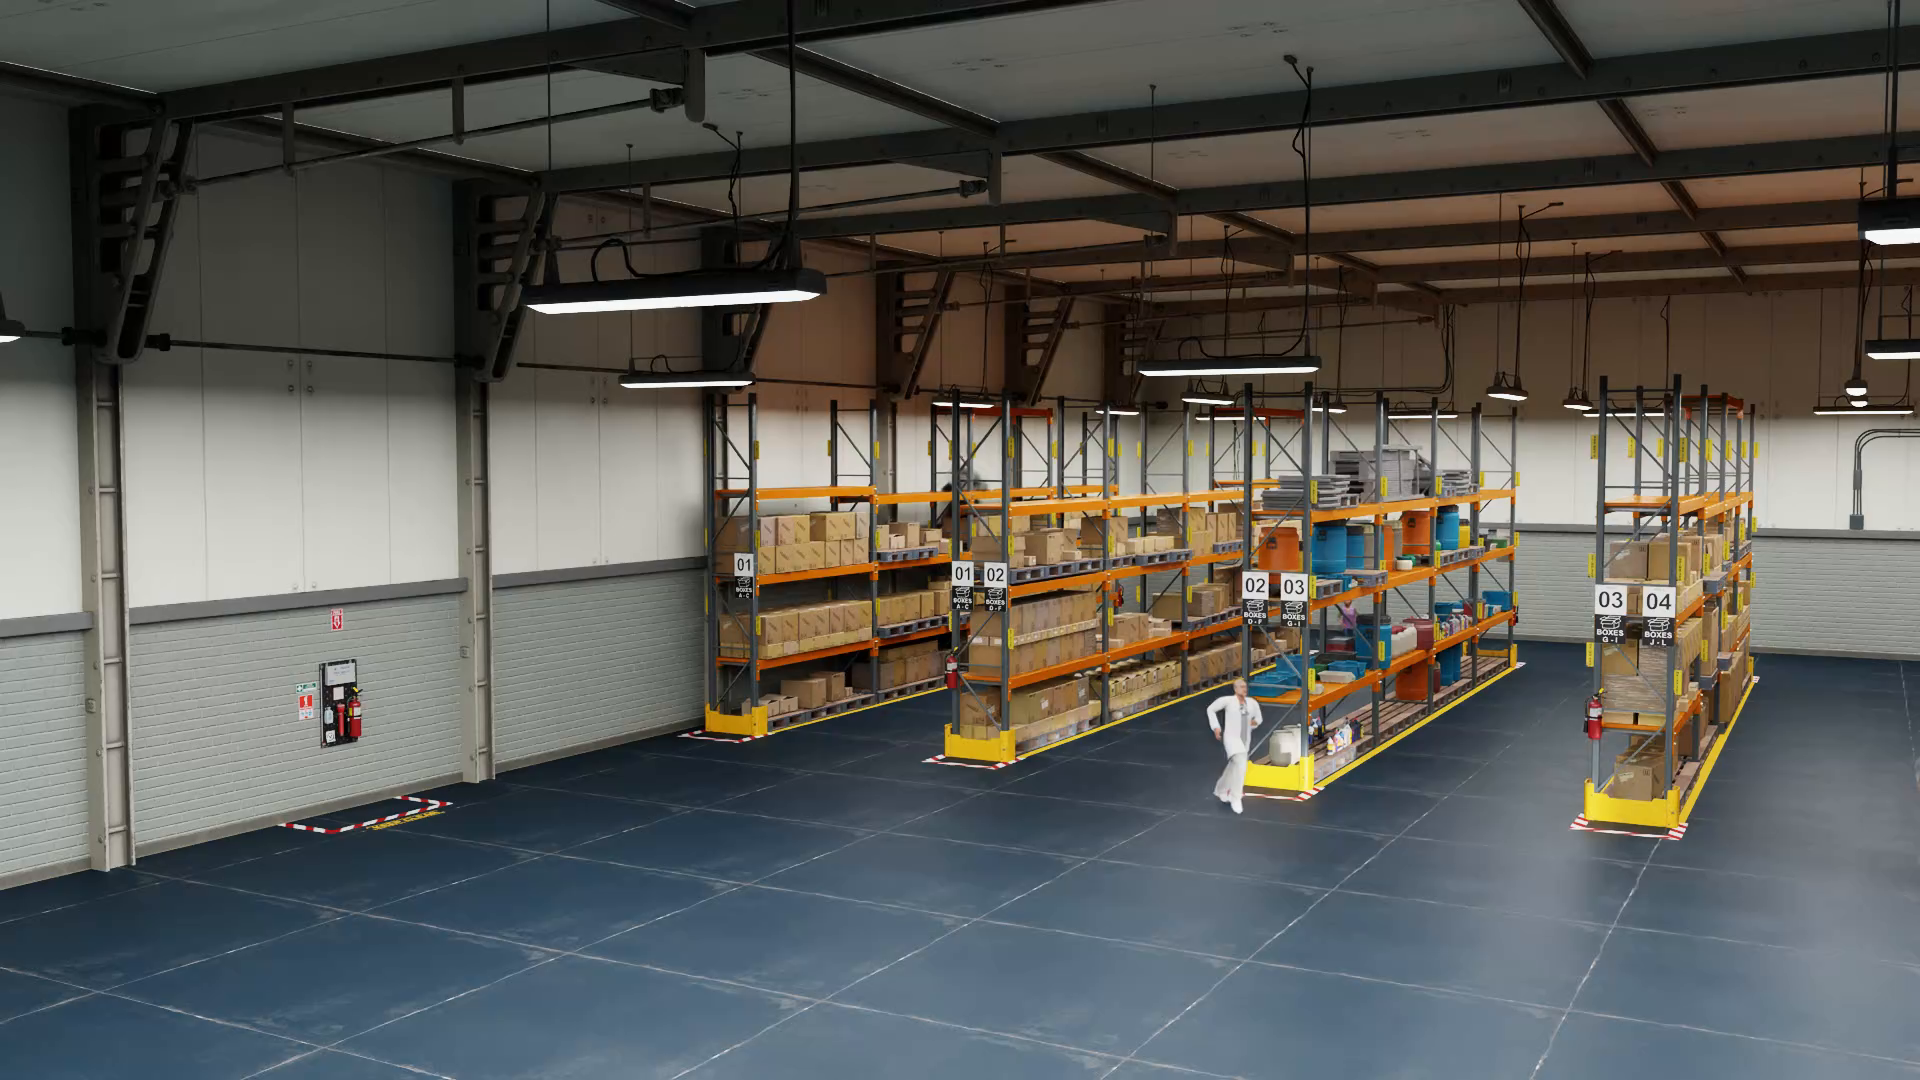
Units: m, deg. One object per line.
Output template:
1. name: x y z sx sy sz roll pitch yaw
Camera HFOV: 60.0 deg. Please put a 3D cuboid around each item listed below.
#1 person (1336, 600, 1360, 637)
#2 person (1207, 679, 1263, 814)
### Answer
1. person: 9.188 2.068 39.326 0.572 1.477 0.478 1 3 12
2. person: 3.876 2.850 23.328 0.684 1.812 0.792 -2 4 -30
